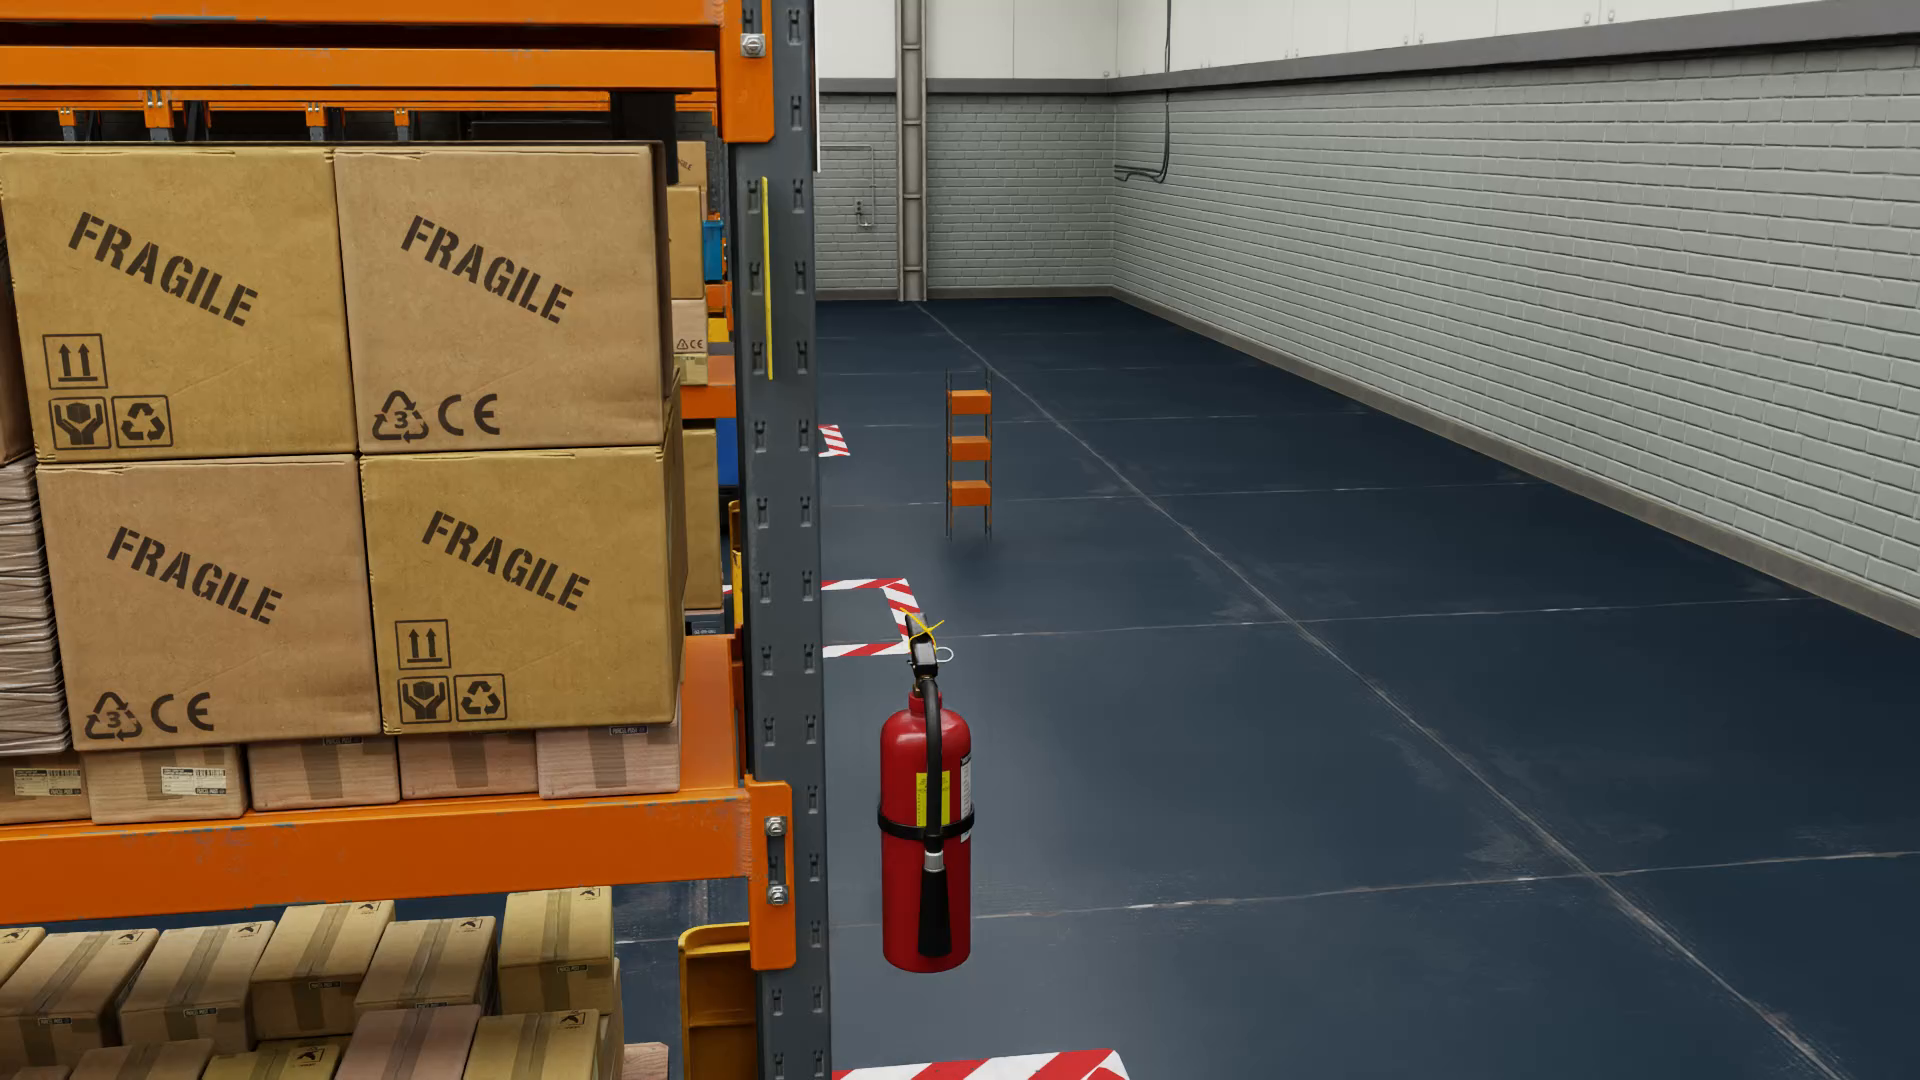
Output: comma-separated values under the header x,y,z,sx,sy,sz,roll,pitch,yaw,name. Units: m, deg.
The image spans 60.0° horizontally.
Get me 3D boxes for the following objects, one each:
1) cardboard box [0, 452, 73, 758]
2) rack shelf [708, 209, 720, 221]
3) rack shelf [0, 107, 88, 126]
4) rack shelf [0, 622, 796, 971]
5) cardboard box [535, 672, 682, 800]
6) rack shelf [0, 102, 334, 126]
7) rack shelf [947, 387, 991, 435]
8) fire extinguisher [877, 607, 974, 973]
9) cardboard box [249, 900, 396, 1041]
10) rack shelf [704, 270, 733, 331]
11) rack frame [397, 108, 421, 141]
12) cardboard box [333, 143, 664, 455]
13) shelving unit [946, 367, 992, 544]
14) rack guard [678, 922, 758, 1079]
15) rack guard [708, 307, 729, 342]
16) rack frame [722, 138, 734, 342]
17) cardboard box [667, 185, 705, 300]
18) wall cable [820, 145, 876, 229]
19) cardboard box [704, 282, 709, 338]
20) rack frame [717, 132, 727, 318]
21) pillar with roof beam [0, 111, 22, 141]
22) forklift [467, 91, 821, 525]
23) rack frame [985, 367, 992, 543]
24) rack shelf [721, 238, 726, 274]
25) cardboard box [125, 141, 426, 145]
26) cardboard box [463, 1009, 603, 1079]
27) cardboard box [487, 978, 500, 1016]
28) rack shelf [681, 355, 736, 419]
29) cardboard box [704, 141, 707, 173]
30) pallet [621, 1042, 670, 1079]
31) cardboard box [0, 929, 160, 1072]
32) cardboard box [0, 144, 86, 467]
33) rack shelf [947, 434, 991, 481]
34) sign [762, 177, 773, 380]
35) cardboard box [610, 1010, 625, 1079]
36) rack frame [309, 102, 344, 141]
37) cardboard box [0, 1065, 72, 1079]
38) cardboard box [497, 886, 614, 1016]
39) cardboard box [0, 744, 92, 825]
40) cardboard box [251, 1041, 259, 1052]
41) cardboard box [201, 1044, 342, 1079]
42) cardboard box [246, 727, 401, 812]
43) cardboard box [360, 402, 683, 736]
x,y,z,sx,sy,sz,roll,pitch,yaw,name
-1.798,0.071,2.954,0.500,0.500,0.500,-2,14,-8,cardboard box
-5.212,-4.202,22.289,4.000,0.370,1.077,-2,14,-8,rack shelf
-13.123,-5.367,20.768,4.000,0.370,1.077,-2,14,-8,rack shelf
-2.359,0.569,3.264,4.000,0.370,1.077,-2,14,-8,rack shelf
-0.662,0.350,3.178,0.250,0.149,0.380,-2,14,-8,cardboard box
-8.426,-4.320,16.595,4.000,0.370,1.077,-2,14,-8,rack shelf
0.053,-0.776,10.035,0.240,0.259,0.215,-2,14,-8,rack shelf
-0.064,0.468,3.114,0.183,0.674,0.296,-2,14,-8,fire extinguisher
-1.473,0.993,3.870,0.250,0.149,0.380,-2,14,-8,cardboard box
-3.736,-1.819,12.787,4.000,0.370,1.077,-2,14,-8,rack shelf
-7.190,-4.478,21.912,0.127,3.000,1.000,-2,14,-8,rack frame
-0.797,-0.453,2.991,0.500,0.500,0.500,-2,14,-9,cardboard box
0.053,-0.511,10.102,0.252,1.050,0.215,-2,14,-8,shelving unit
-0.457,1.363,3.759,0.348,0.500,1.175,-2,14,-8,rack guard
-2.568,-2.217,18.033,0.348,0.500,1.175,-2,14,-8,rack guard
-1.759,-2.240,12.988,0.127,3.000,1.000,-2,14,-8,rack frame
-1.463,-1.403,7.806,0.500,0.500,0.500,-2,14,-8,cardboard box
-2.109,-5.390,23.459,1.851,1.984,0.084,-2,14,-8,wall cable
-1.536,-1.168,8.409,0.500,0.250,0.500,-2,14,-10,cardboard box
-2.493,-3.432,17.740,0.127,3.000,1.000,-2,14,-8,rack frame
-11.918,-6.369,17.117,0.400,9.000,9.100,-2,14,-8,pillar with roof beam
-2.448,-1.541,10.340,3.031,2.935,1.130,-3,14,-10,forklift
0.174,-0.516,10.119,0.008,1.050,0.200,-2,14,-8,rack frame
-4.471,-3.010,17.538,4.000,0.370,1.077,-2,14,-8,rack shelf
-1.363,-0.558,3.406,0.500,0.500,0.500,-2,14,-7,cardboard box
-0.868,1.119,3.369,0.250,0.149,0.380,-2,14,-8,cardboard box
-1.217,1.136,3.910,0.250,0.149,0.380,-2,14,-9,cardboard box
-2.998,-0.627,8.036,4.000,0.370,1.077,-2,14,-8,rack shelf
-2.971,-4.013,17.795,0.500,0.500,0.500,-2,14,-7,cardboard box
-1.266,1.524,3.710,1.213,0.211,1.003,-2,14,-8,pallet
-1.982,1.030,3.724,0.250,0.149,0.380,-2,14,-6,cardboard box
-1.811,-0.414,2.834,0.500,0.500,0.500,-1,14,-5,cardboard box
0.053,-0.501,10.104,0.240,0.259,0.215,-2,14,-8,rack shelf
-0.319,-0.433,2.751,0.005,0.325,0.100,-2,14,-8,sign
-0.948,1.269,3.993,0.250,0.149,0.380,-2,14,-7,cardboard box
-6.448,-3.287,17.162,0.127,3.000,1.000,-2,14,-8,rack frame
-1.885,1.171,3.160,0.250,0.149,0.380,-2,14,-6,cardboard box
-0.951,0.976,3.939,0.250,0.149,0.380,-3,14,-11,cardboard box
-1.673,0.380,3.058,0.250,0.149,0.380,-3,14,-11,cardboard box
-1.716,1.150,3.857,0.250,0.149,0.380,-2,14,-7,cardboard box
-1.362,1.154,3.229,0.250,0.149,0.380,-2,14,-10,cardboard box
-1.159,0.362,3.127,0.250,0.149,0.380,-2,14,-9,cardboard box
-0.788,0.033,3.105,0.500,0.500,0.500,-2,14,-7,cardboard box
